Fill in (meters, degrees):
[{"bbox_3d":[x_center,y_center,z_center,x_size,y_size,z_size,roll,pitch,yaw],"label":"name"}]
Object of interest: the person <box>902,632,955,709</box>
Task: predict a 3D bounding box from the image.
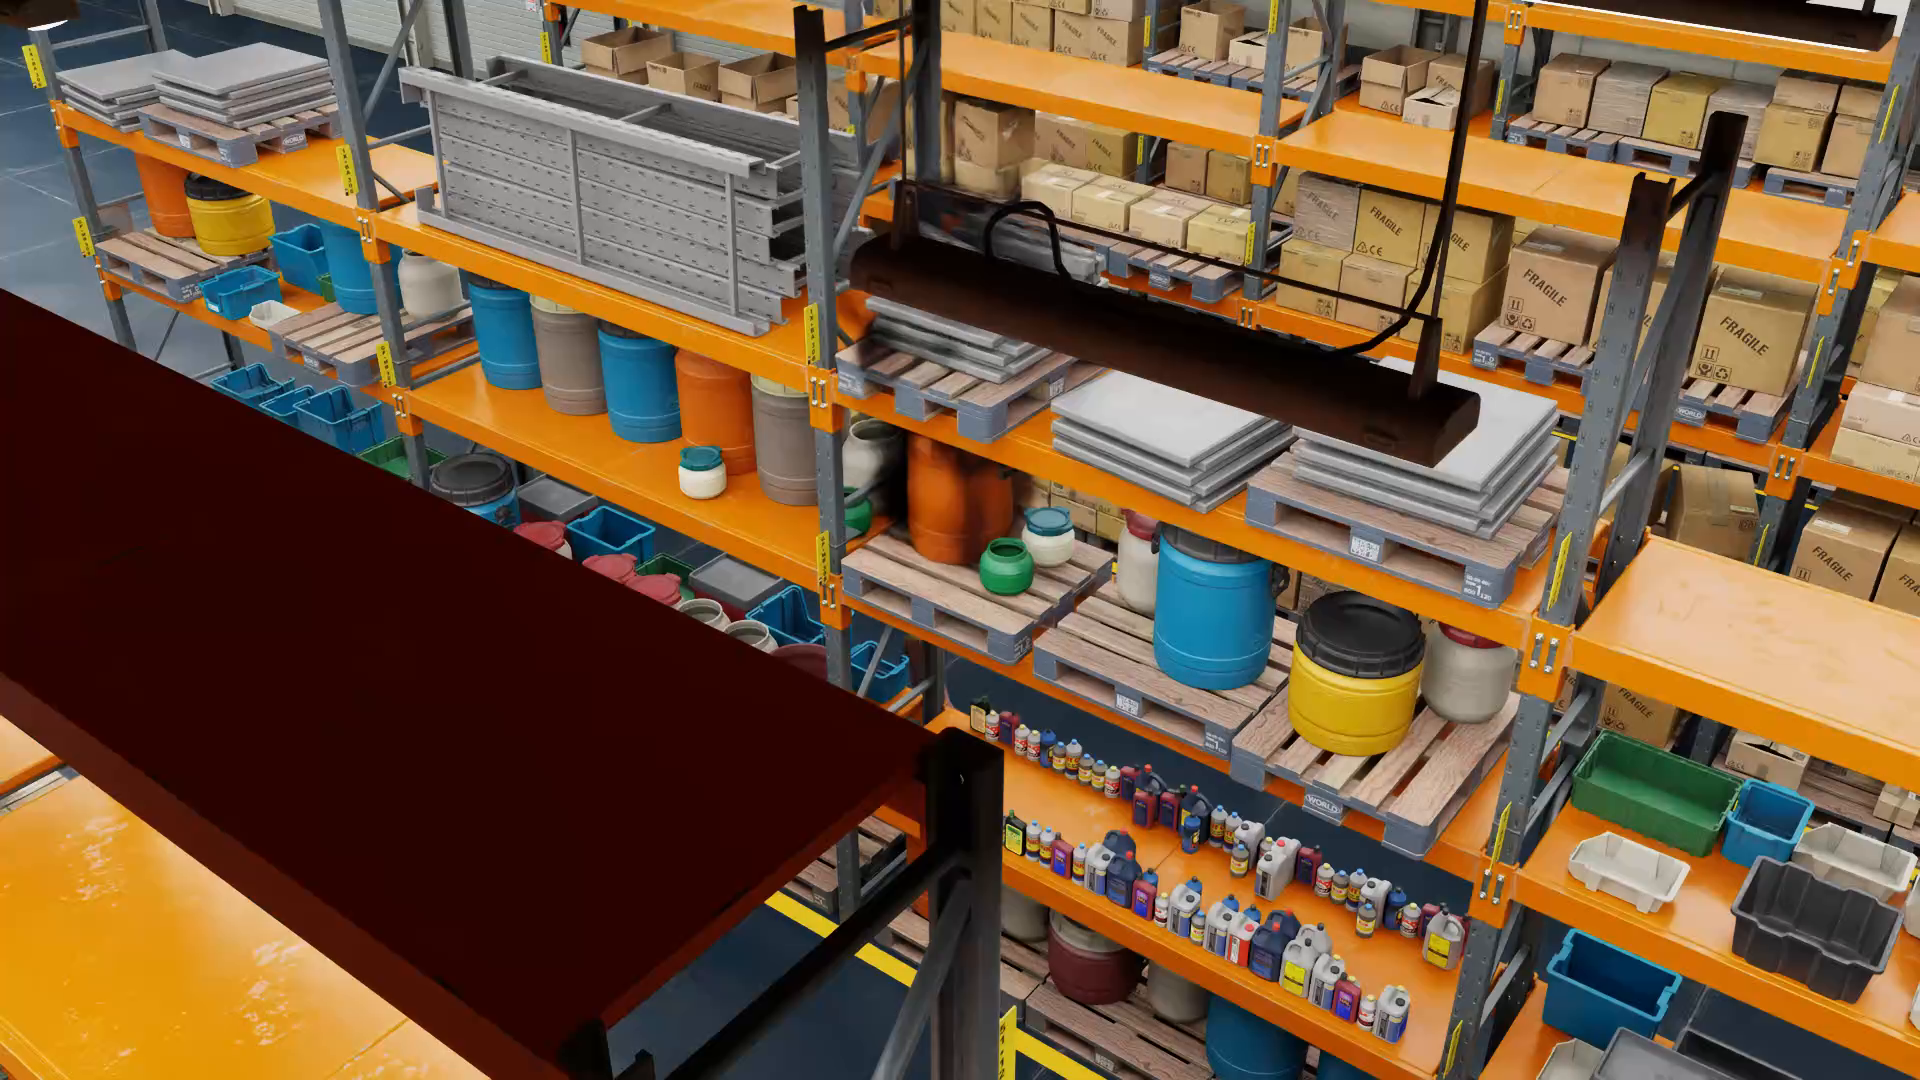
[{"bbox_3d":[-0.257,0.730,12.490,0.700,1.712,0.567,23,38,33],"label":"person"}]
